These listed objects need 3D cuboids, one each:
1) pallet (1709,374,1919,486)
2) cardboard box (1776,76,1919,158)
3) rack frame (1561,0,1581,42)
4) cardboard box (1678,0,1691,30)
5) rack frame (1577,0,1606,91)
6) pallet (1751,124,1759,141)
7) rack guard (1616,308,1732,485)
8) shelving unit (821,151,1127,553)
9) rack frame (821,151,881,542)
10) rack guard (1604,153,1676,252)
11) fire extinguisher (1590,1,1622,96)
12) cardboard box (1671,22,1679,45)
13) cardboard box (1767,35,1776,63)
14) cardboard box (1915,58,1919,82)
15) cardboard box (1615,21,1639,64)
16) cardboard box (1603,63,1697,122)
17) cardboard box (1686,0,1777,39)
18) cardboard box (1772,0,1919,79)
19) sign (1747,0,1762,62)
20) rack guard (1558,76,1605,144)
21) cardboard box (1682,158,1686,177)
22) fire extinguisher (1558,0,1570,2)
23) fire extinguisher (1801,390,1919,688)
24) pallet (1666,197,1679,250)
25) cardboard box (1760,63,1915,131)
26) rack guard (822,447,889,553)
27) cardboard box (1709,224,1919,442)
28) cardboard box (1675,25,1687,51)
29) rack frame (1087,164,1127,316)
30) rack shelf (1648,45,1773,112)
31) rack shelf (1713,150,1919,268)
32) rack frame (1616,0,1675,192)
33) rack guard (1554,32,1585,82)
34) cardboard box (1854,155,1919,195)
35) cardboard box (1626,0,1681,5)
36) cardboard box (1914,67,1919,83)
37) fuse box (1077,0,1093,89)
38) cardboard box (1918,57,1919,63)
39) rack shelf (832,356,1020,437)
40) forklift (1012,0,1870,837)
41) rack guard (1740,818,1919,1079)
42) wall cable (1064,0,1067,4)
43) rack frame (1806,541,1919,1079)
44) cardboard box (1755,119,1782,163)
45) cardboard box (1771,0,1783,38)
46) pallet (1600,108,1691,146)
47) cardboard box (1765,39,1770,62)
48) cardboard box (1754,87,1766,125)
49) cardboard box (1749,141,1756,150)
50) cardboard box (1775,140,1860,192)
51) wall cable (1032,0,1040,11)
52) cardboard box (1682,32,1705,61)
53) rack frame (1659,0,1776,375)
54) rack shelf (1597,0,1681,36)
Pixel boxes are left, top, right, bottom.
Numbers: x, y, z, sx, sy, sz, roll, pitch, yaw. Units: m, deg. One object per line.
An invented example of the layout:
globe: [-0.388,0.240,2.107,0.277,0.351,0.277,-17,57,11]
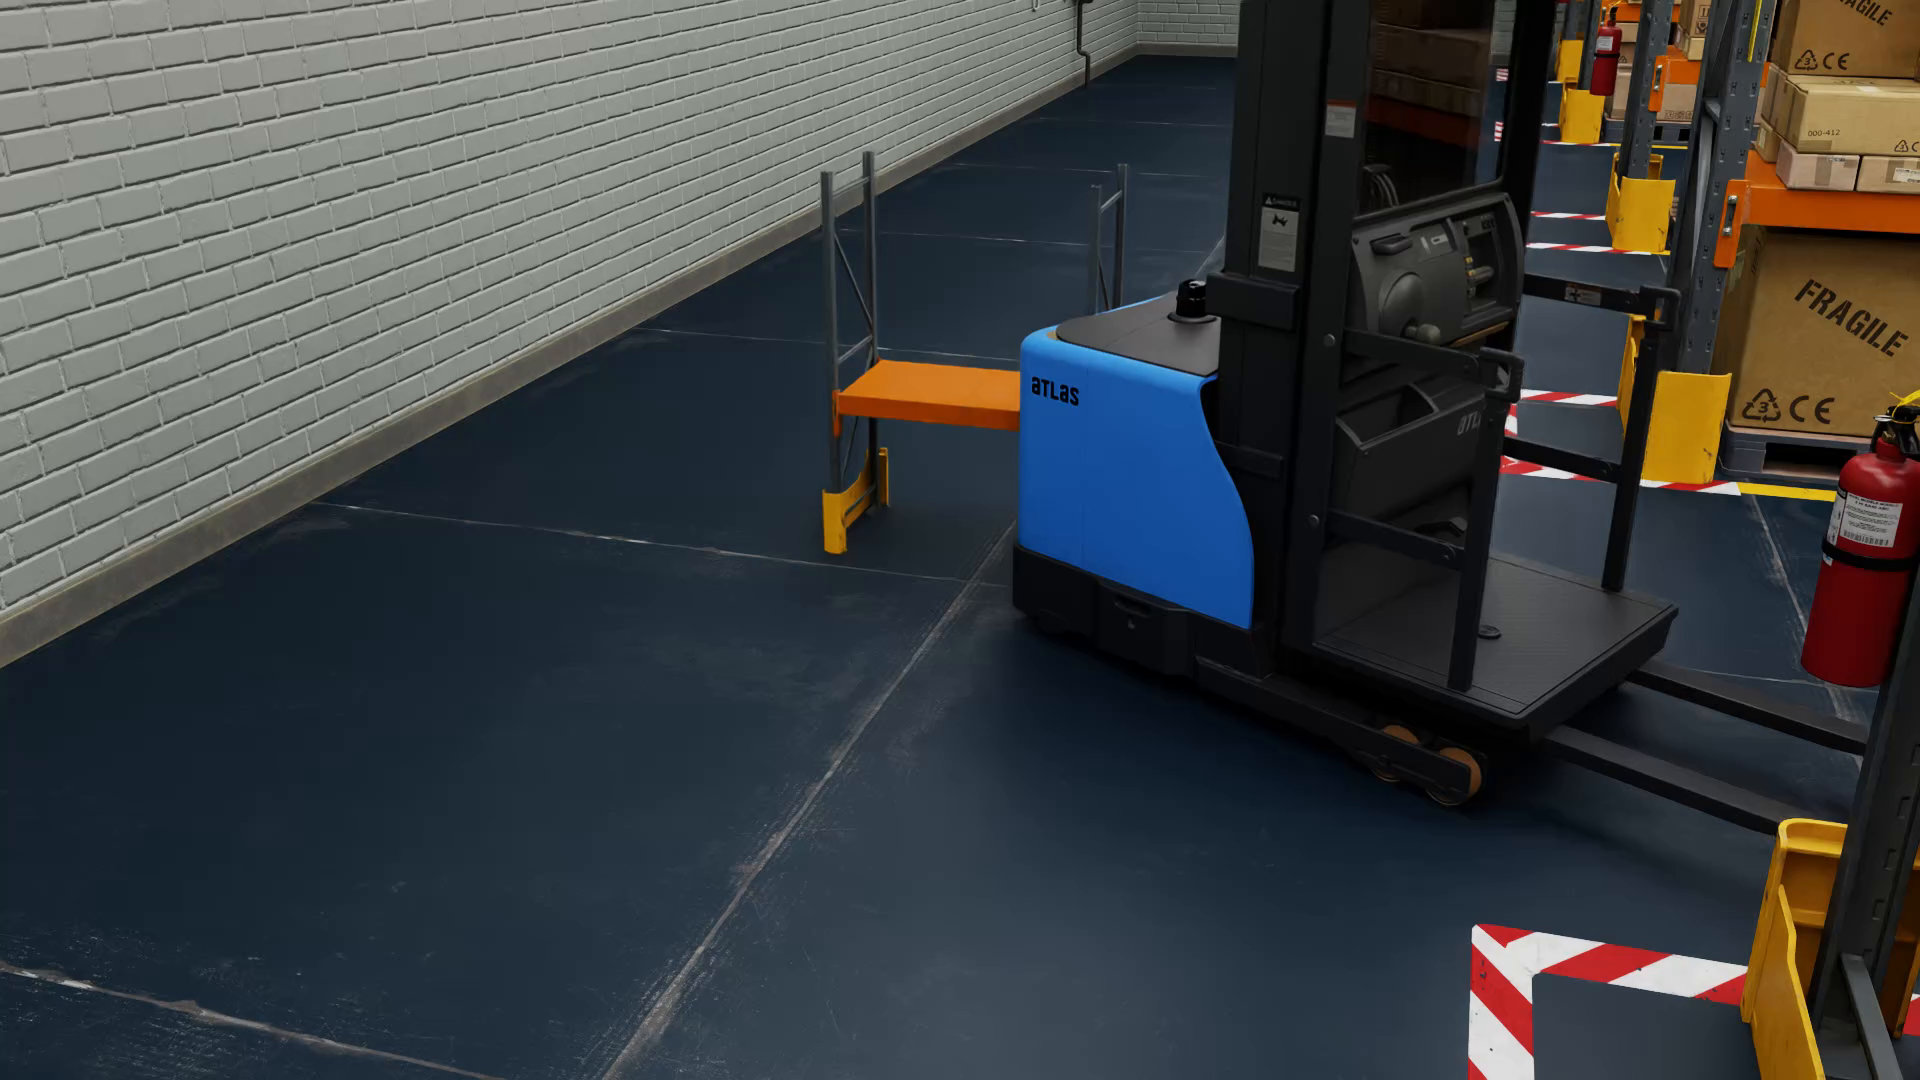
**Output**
pallet: [4.146,-0.504,7.721,1.213,0.211,1.003,7,23,16]
cardboard box: [3.739,-1.771,6.941,0.500,0.250,0.500,6,23,14]
rack frame: [7.651,-7.258,20.511,0.127,3.000,1.000,7,23,16]
cardboard box: [5.392,-3.873,11.735,0.500,0.500,0.500,7,23,17]
rack frame: [6.220,-5.454,16.114,0.127,3.000,1.000,7,23,16]
pallet: [8.173,-3.970,16.171,1.213,0.211,1.003,7,23,16]
rack guard: [3.335,-0.700,7.817,0.348,0.500,1.175,7,23,16]
shelving unit: [0.051,-0.695,6.487,1.083,1.500,0.587,7,23,16]
rack frame: [-0.427,-0.750,6.621,0.032,1.500,0.500,7,23,16]
rack guard: [4.960,-2.480,12.156,0.348,0.500,1.175,7,23,16]
fire extinguisher: [4.779,-3.631,12.264,0.183,0.674,0.296,7,23,16]
cardboard box: [9.016,-6.086,20.396,0.500,0.500,0.700,8,23,18]
cardboard box: [5.600,-3.312,11.222,0.250,0.149,0.380,6,23,14]
cardboard box: [4.218,-2.063,6.665,0.500,0.500,0.500,6,23,14]
cardboard box: [8.209,-6.196,20.658,0.637,0.503,0.797,6,23,13]
cardboard box: [6.881,-4.427,16.433,0.875,0.438,0.875,6,23,14]
cardboard box: [5.237,-3.679,11.262,0.500,0.500,0.500,8,24,18]
cardboard box: [3.900,-2.311,7.268,0.500,0.500,0.500,7,23,16]
sign: [3.192,-2.090,6.667,0.005,0.325,0.100,7,23,16]
rack guard: [6.197,-4.300,16.595,0.348,0.500,1.175,7,23,16]
cardboard box: [5.475,-2.703,12.219,0.250,0.149,0.380,6,23,14]
fire extinguisher: [7.376,-6.898,20.227,0.183,0.674,0.296,7,23,16]
fire extinguisher: [1.914,-0.027,3.477,0.183,0.674,0.296,7,23,16]
pallet: [5.728,-2.244,11.963,1.213,0.211,1.003,7,23,16]
cardboard box: [3.898,-1.965,7.414,0.500,0.250,0.500,6,23,15]
rack guard: [-0.426,-0.171,6.858,0.087,0.250,0.587,7,23,16]
cardboard box: [3.994,-1.024,7.559,0.875,0.875,0.875,7,23,16]
cardboard box: [5.281,-3.595,11.913,0.250,0.149,0.380,7,23,16]
rack frame: [0.546,-0.637,6.348,0.032,1.500,0.500,7,23,16]
rack shelf: [6.802,-3.092,11.304,4.000,0.370,1.077,7,23,16]
rack shelf: [5.273,-1.301,6.938,4.000,0.370,1.077,7,23,16]
rack frame: [4.887,-3.645,11.702,0.127,3.000,1.000,7,23,16]
rack guard: [7.723,-6.093,20.966,0.348,0.500,1.175,7,23,16]
cardboard box: [3.848,-1.551,6.929,0.250,0.149,0.380,6,23,15]
cardboard box: [6.597,-5.343,15.712,0.500,0.500,0.500,6,23,15]
cardboard box: [4.384,-1.909,7.278,0.500,0.250,0.500,6,23,15]
fuse box: [1.562,-6.215,19.666,0.414,1.711,0.539,7,23,16]
cardboard box: [6.369,-3.257,11.089,0.250,0.149,0.380,6,23,14]
rack shelf: [0.060,-0.527,6.553,1.000,0.185,0.538,7,23,16]
forklift: [1.592,-0.800,4.857,3.031,2.935,1.130,21,30,41]
rack guard: [1.900,1.105,3.418,0.348,0.500,1.175,7,23,16]
wall cable: [1.214,-7.050,18.667,0.122,1.984,0.588,7,23,16]
rack frame: [1.927,-0.054,2.949,0.127,3.000,1.000,7,23,16]
cardboard box: [3.794,-1.818,7.580,0.250,0.149,0.380,7,23,17]
cardboard box: [5.757,-3.629,11.142,0.500,0.500,0.500,7,23,16]
pallet: [7.009,-4.105,16.499,1.213,0.211,1.003,7,23,16]
cardboard box: [5.358,-3.361,11.342,0.250,0.149,0.380,7,23,17]
cardboard box: [7.760,-4.330,16.195,0.875,0.438,0.875,7,23,17]
cardboard box: [5.691,-2.781,12.016,0.250,0.149,0.380,7,23,17]
cardboard box: [3.602,-1.578,6.997,0.250,0.149,0.380,7,23,16]
wall cable: [0.815,-6.548,17.401,0.123,1.953,0.585,7,23,16]
cardboard box: [5.103,-3.374,11.373,0.250,0.149,0.380,6,23,15]
rack frame: [3.358,-1.853,7.336,0.127,3.000,1.000,7,23,16]
rack shelf: [8.135,-4.902,15.716,4.000,0.370,1.077,7,23,16]
